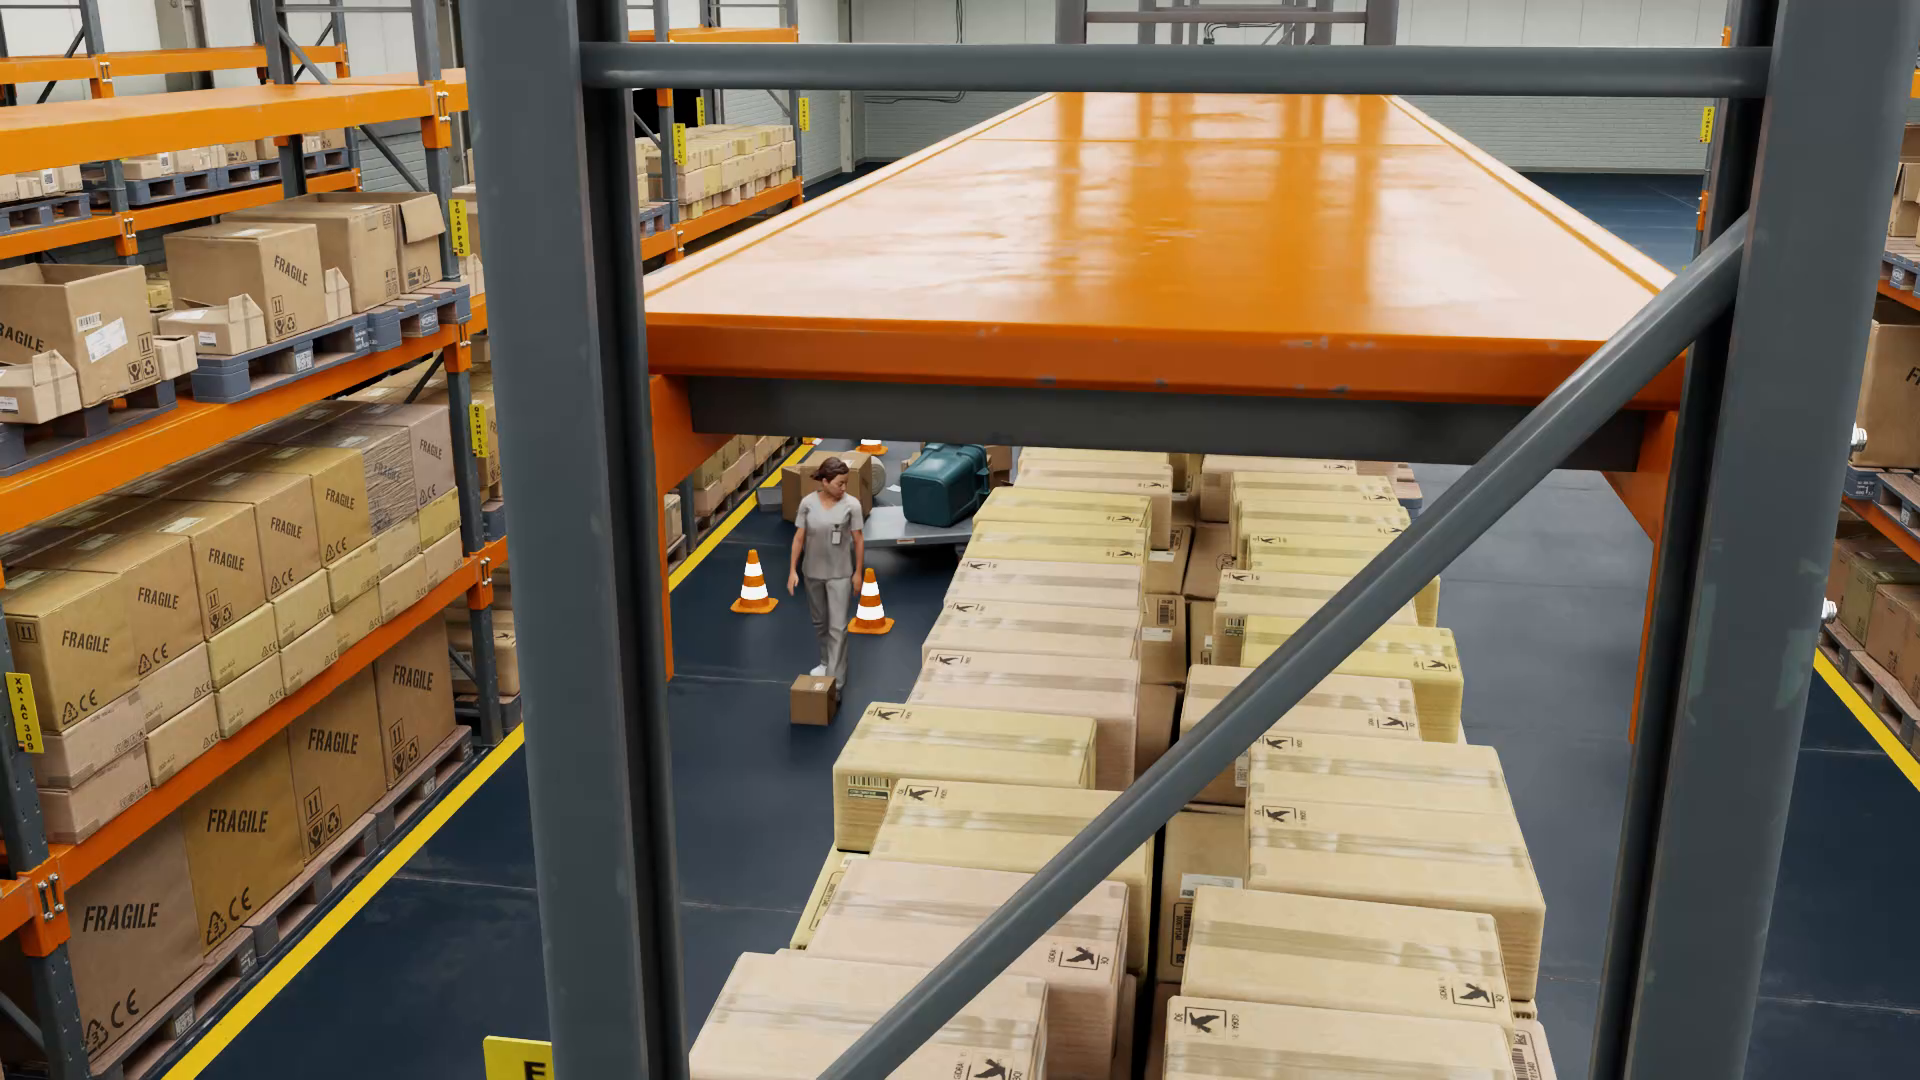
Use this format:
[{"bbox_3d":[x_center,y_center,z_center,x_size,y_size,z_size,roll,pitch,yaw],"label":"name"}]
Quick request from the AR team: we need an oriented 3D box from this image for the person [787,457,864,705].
[{"bbox_3d":[-0.907,0.249,11.246,0.474,1.661,0.762,5,19,14],"label":"person"}]
